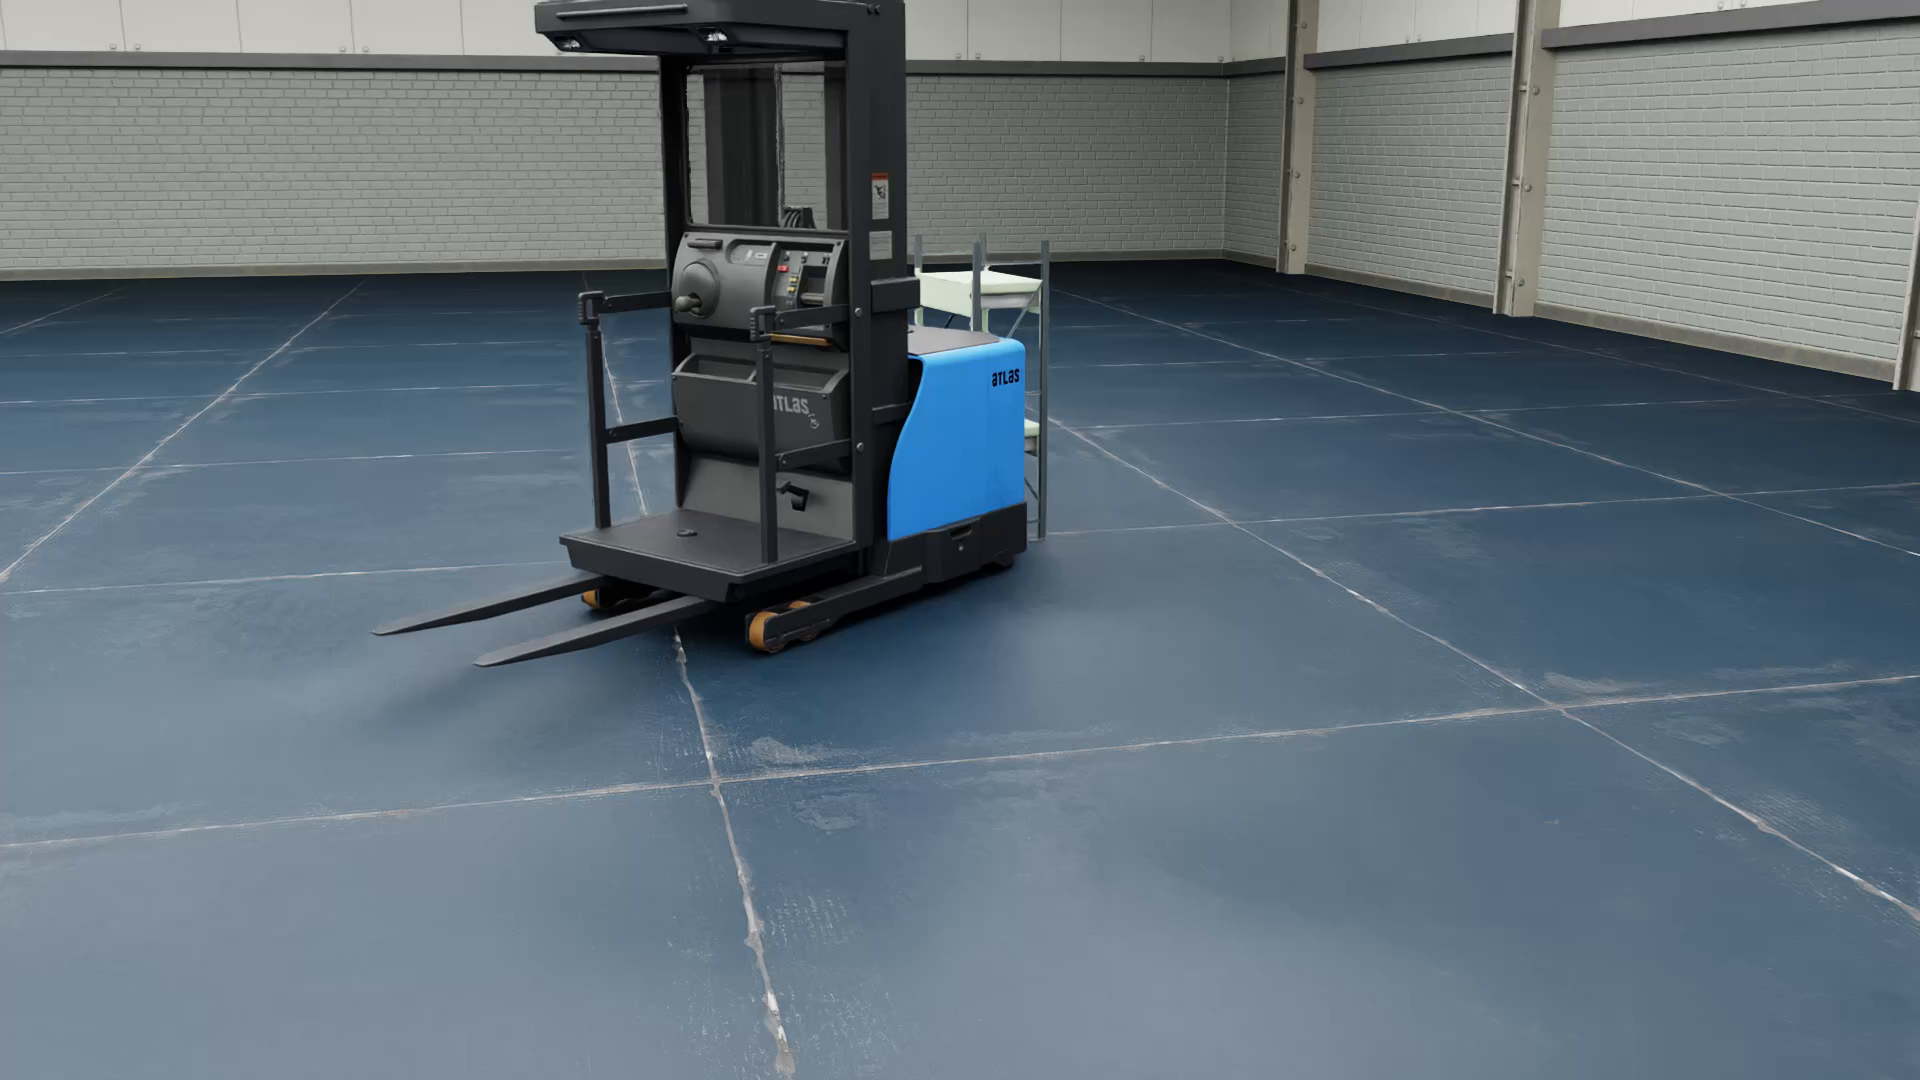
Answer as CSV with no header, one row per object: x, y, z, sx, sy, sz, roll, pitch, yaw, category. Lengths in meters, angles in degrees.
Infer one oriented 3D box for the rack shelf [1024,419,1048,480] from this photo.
0.099,-0.472,8.571,0.431,0.370,0.720,-6,15,-23,rack shelf

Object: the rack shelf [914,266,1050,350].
0.099,-1.167,8.401,0.431,0.370,0.720,-6,15,-23,rack shelf

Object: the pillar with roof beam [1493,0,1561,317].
2.122,-6.698,16.881,9.100,9.000,0.400,-3,14,-13,pillar with roof beam

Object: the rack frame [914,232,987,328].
-0.048,-0.868,8.819,0.400,1.500,0.023,-6,15,-23,rack frame

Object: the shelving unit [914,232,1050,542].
0.099,-0.788,8.493,0.431,1.500,0.755,-6,15,-23,shelving unit

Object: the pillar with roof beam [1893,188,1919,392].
3.531,-5.314,11.215,9.100,9.000,0.400,-3,14,-13,pillar with roof beam

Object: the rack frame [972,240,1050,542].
0.247,-0.709,8.168,0.400,1.500,0.023,-6,15,-23,rack frame

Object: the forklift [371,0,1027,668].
-0.978,-1.107,6.782,1.130,2.935,3.031,10,17,36,forklift

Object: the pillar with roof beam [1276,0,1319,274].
0.713,-8.082,22.547,9.100,9.000,0.400,-3,14,-13,pillar with roof beam
